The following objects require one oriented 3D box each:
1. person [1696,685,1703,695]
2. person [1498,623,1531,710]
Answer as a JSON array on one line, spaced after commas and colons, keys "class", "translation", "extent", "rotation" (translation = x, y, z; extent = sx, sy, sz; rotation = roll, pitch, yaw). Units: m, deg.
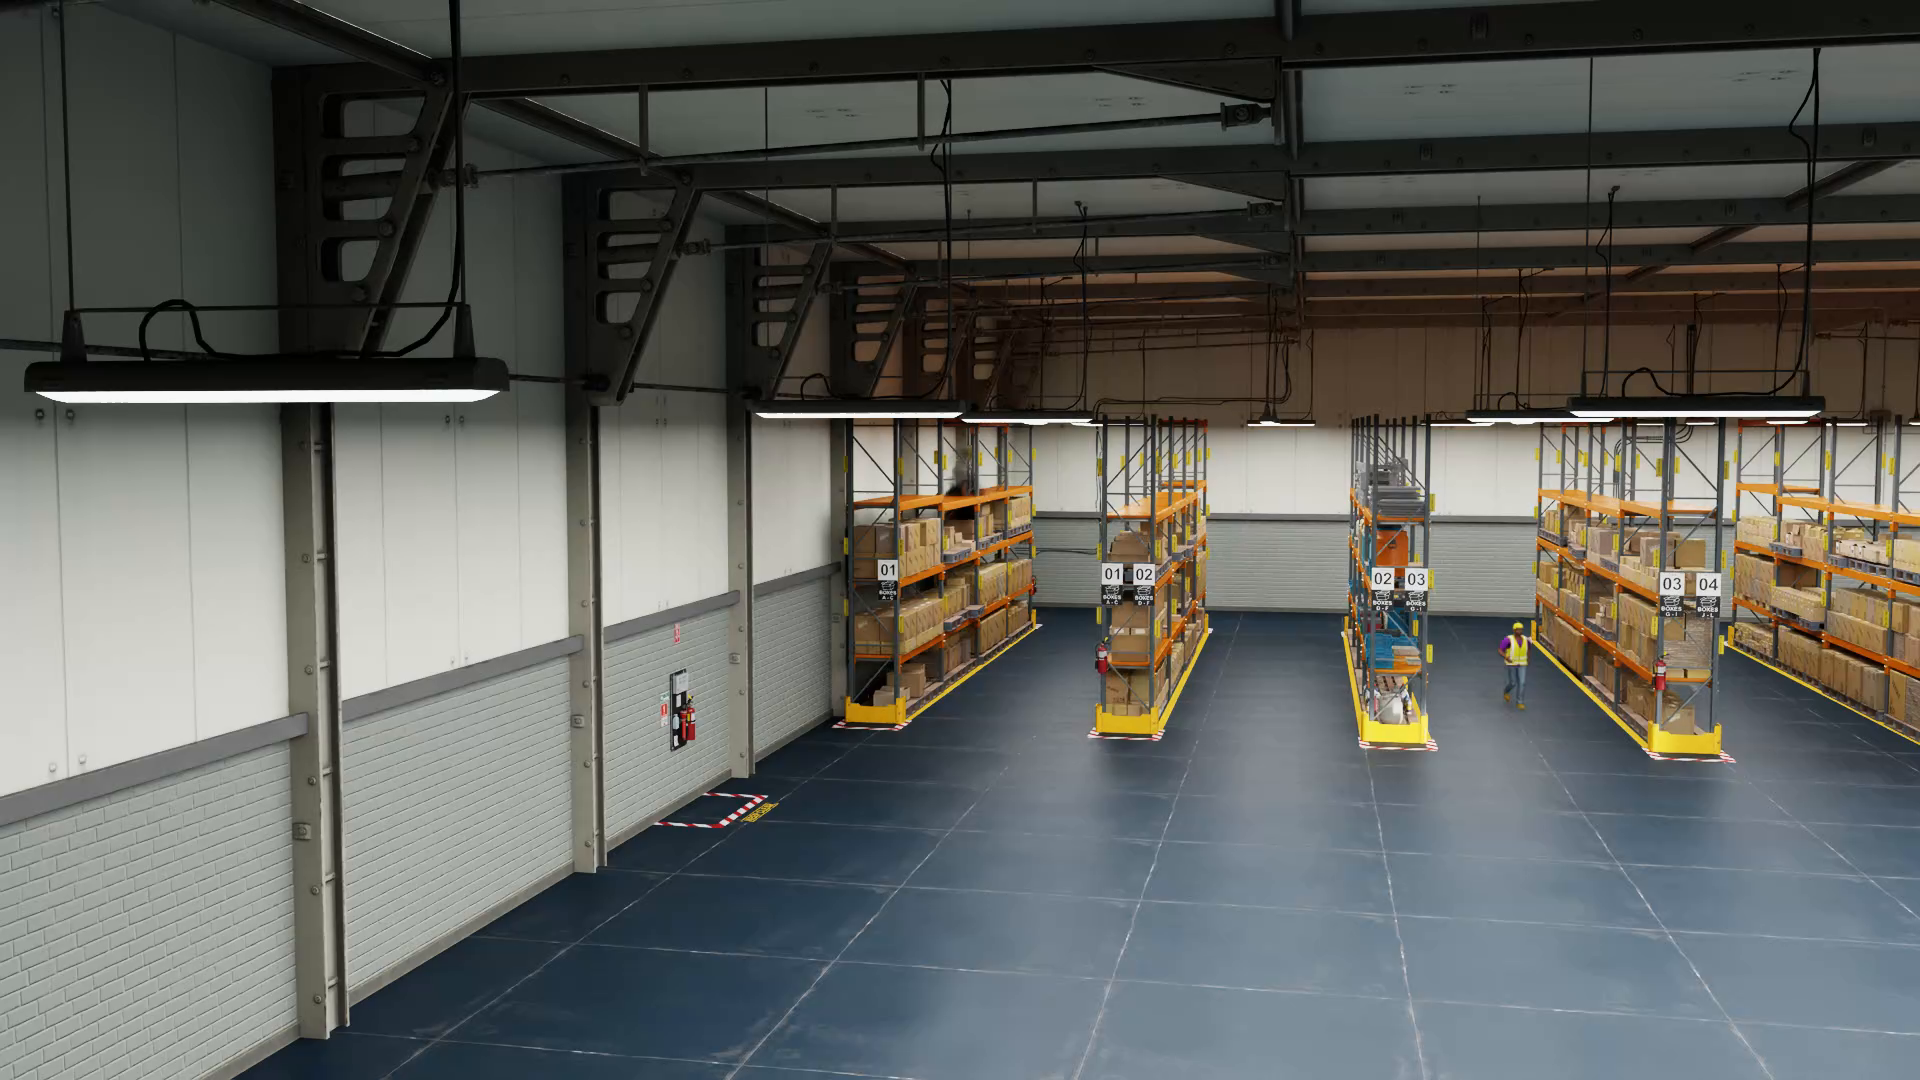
[{"class": "person", "translation": [16.113, 2.522, 36.081], "extent": [0.530, 1.638, 0.724], "rotation": [1, 4, 8]}, {"class": "person", "translation": [11.441, 2.569, 34.232], "extent": [0.707, 1.756, 0.883], "rotation": [0, 4, 0]}]
